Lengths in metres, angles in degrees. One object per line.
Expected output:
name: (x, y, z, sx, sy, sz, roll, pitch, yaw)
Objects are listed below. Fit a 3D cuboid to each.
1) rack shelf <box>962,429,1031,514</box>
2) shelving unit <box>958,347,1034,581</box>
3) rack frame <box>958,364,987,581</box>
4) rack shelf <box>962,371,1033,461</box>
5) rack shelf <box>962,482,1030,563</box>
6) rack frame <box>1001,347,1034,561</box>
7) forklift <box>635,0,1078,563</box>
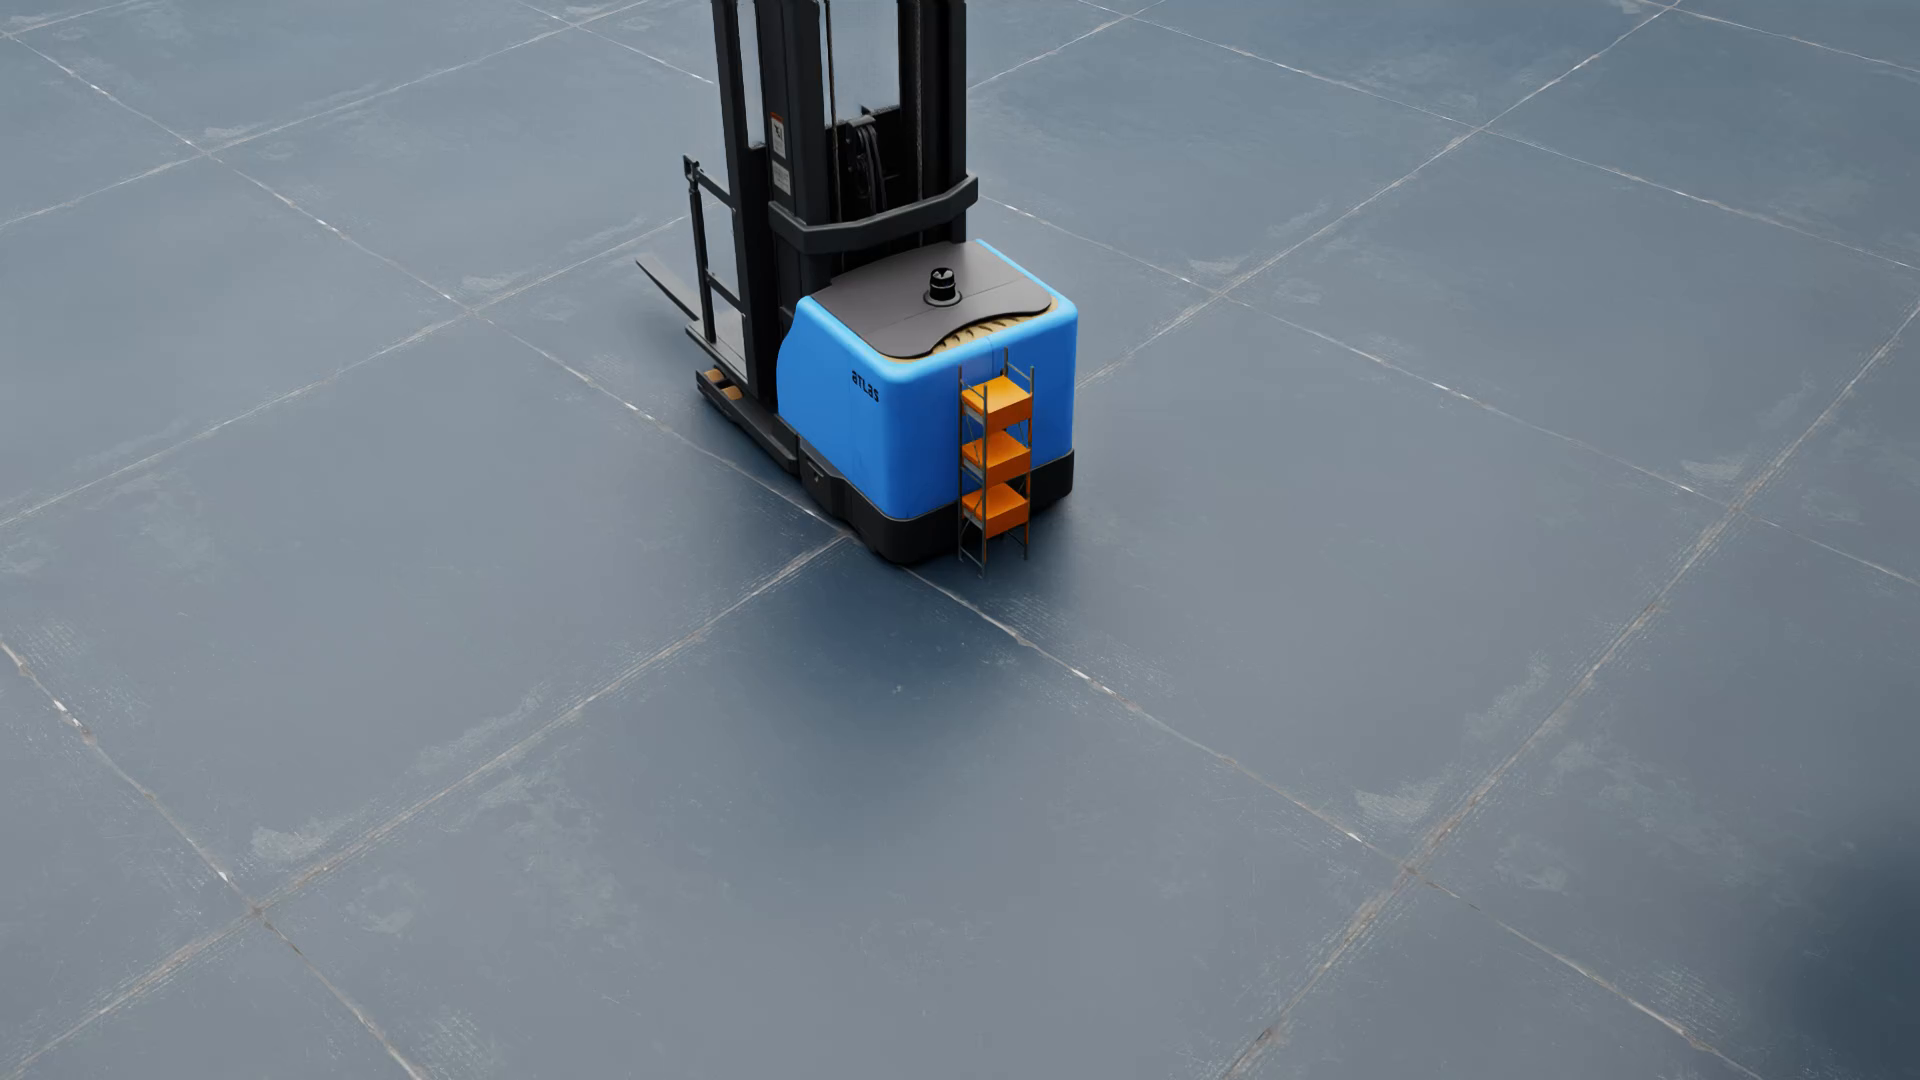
rack shelf: (0.152, -0.311, 7.315, 0.240, 0.259, 0.215, -24, 44, -27)
shelving unit: (0.152, -0.320, 7.308, 0.252, 1.050, 0.215, -24, 44, -27)
rack frame: (0.052, -0.276, 7.253, 0.008, 1.050, 0.200, -24, 44, -27)
rack shelf: (0.152, -0.533, 7.138, 0.240, 0.259, 0.215, -24, 44, -27)
rack shelf: (0.152, -0.094, 7.488, 0.240, 0.259, 0.215, -24, 44, -27)
rack frame: (0.251, -0.364, 7.364, 0.008, 1.050, 0.200, -24, 44, -27)
forklift: (-0.709, -1.922, 7.813, 1.130, 2.935, 3.031, -23, 44, -26)
